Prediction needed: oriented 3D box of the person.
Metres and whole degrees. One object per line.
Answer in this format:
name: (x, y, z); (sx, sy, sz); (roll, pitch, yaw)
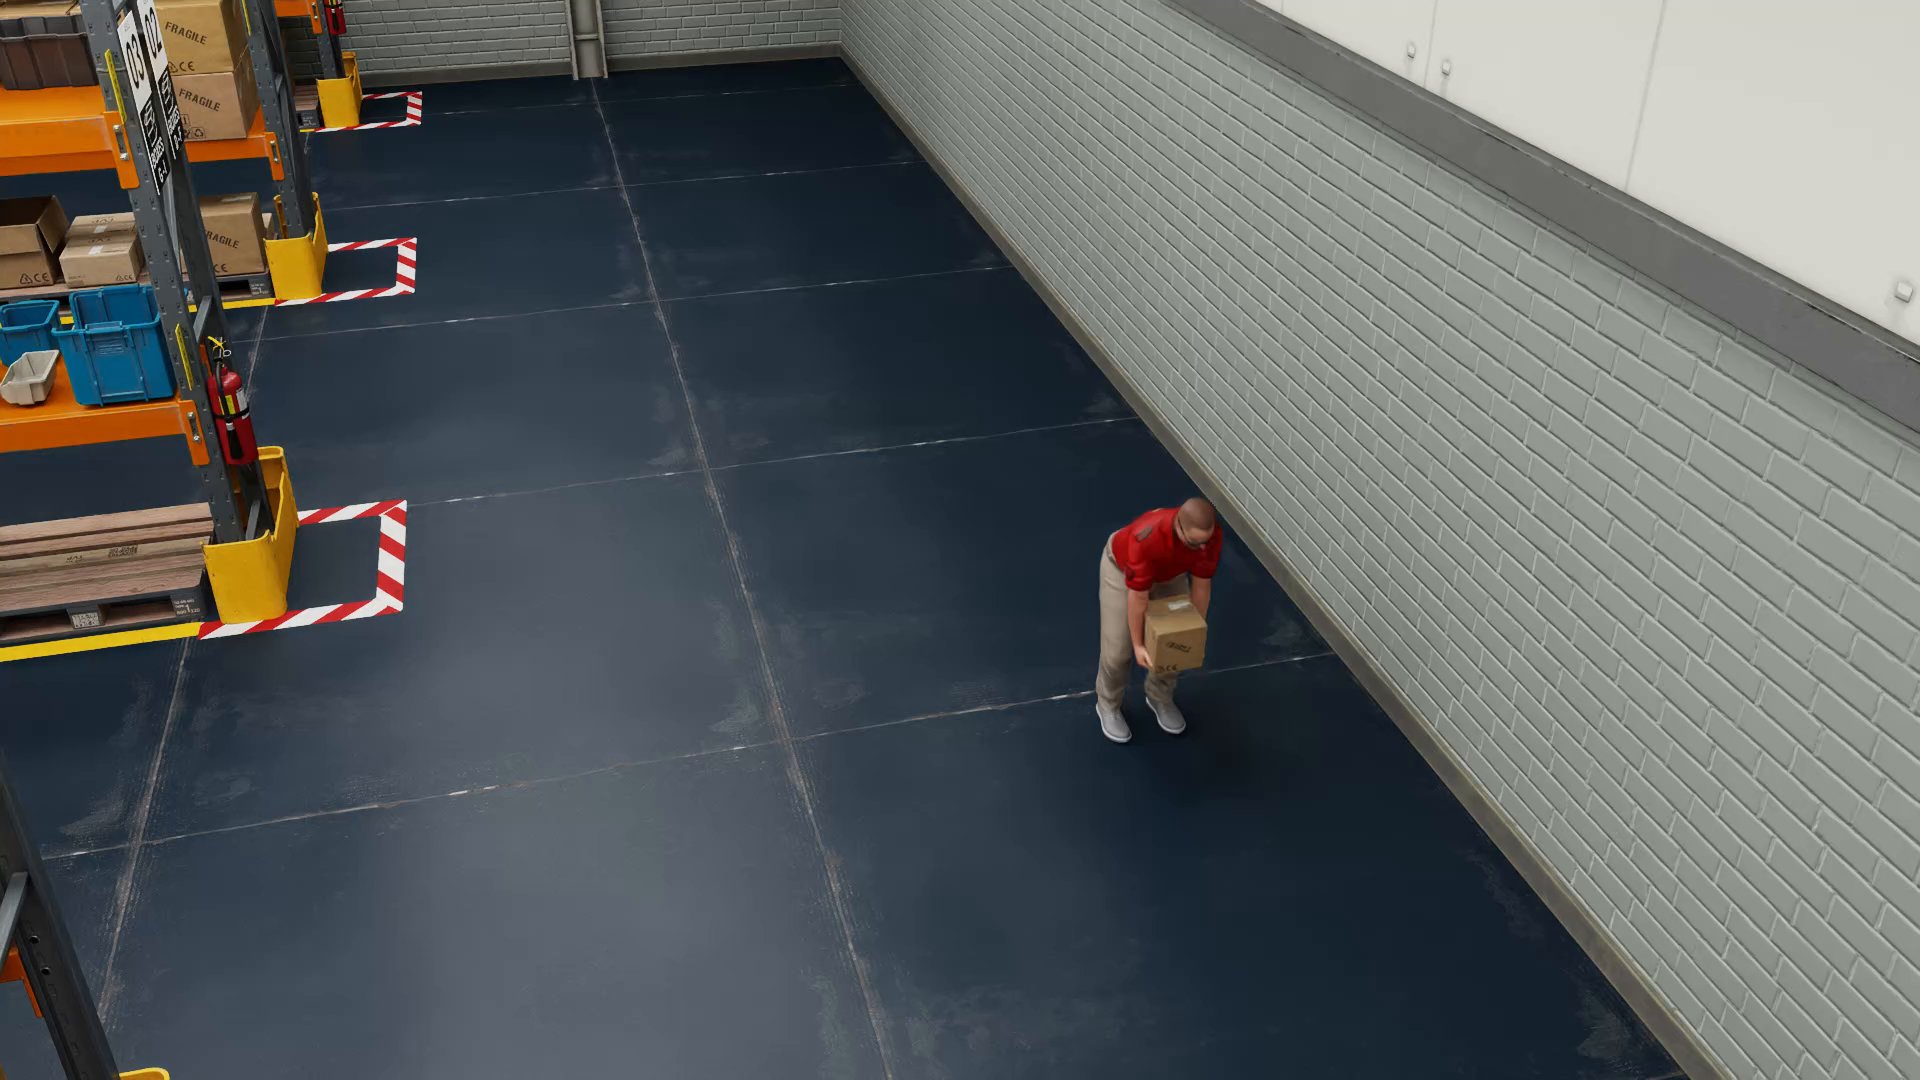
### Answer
person: (0.950, 0.343, 7.897); (0.475, 1.503, 0.780); (-8, 31, -14)
